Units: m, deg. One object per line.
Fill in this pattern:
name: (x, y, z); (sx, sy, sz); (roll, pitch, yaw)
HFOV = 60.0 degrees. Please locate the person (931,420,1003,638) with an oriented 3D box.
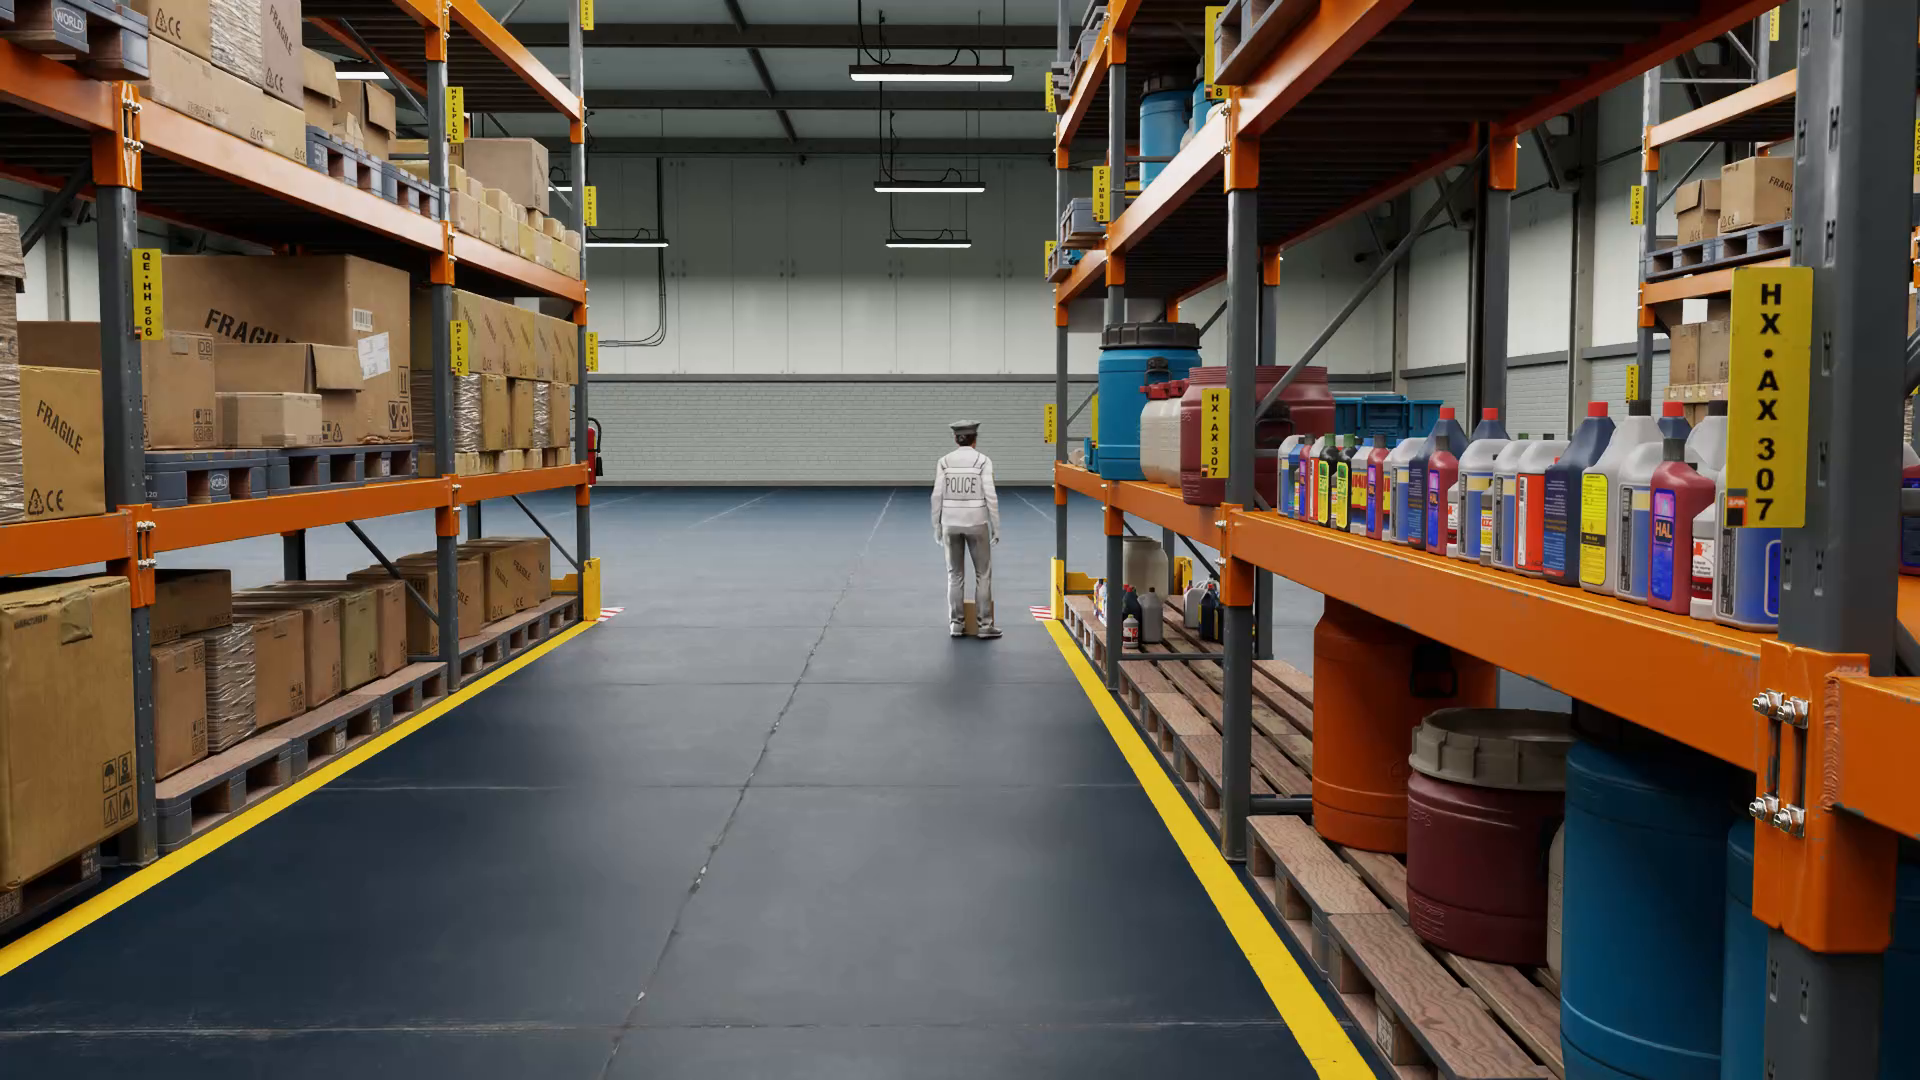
person: (0.052, -0.086, 12.748); (0.535, 1.663, 0.404); (1, 4, 17)
